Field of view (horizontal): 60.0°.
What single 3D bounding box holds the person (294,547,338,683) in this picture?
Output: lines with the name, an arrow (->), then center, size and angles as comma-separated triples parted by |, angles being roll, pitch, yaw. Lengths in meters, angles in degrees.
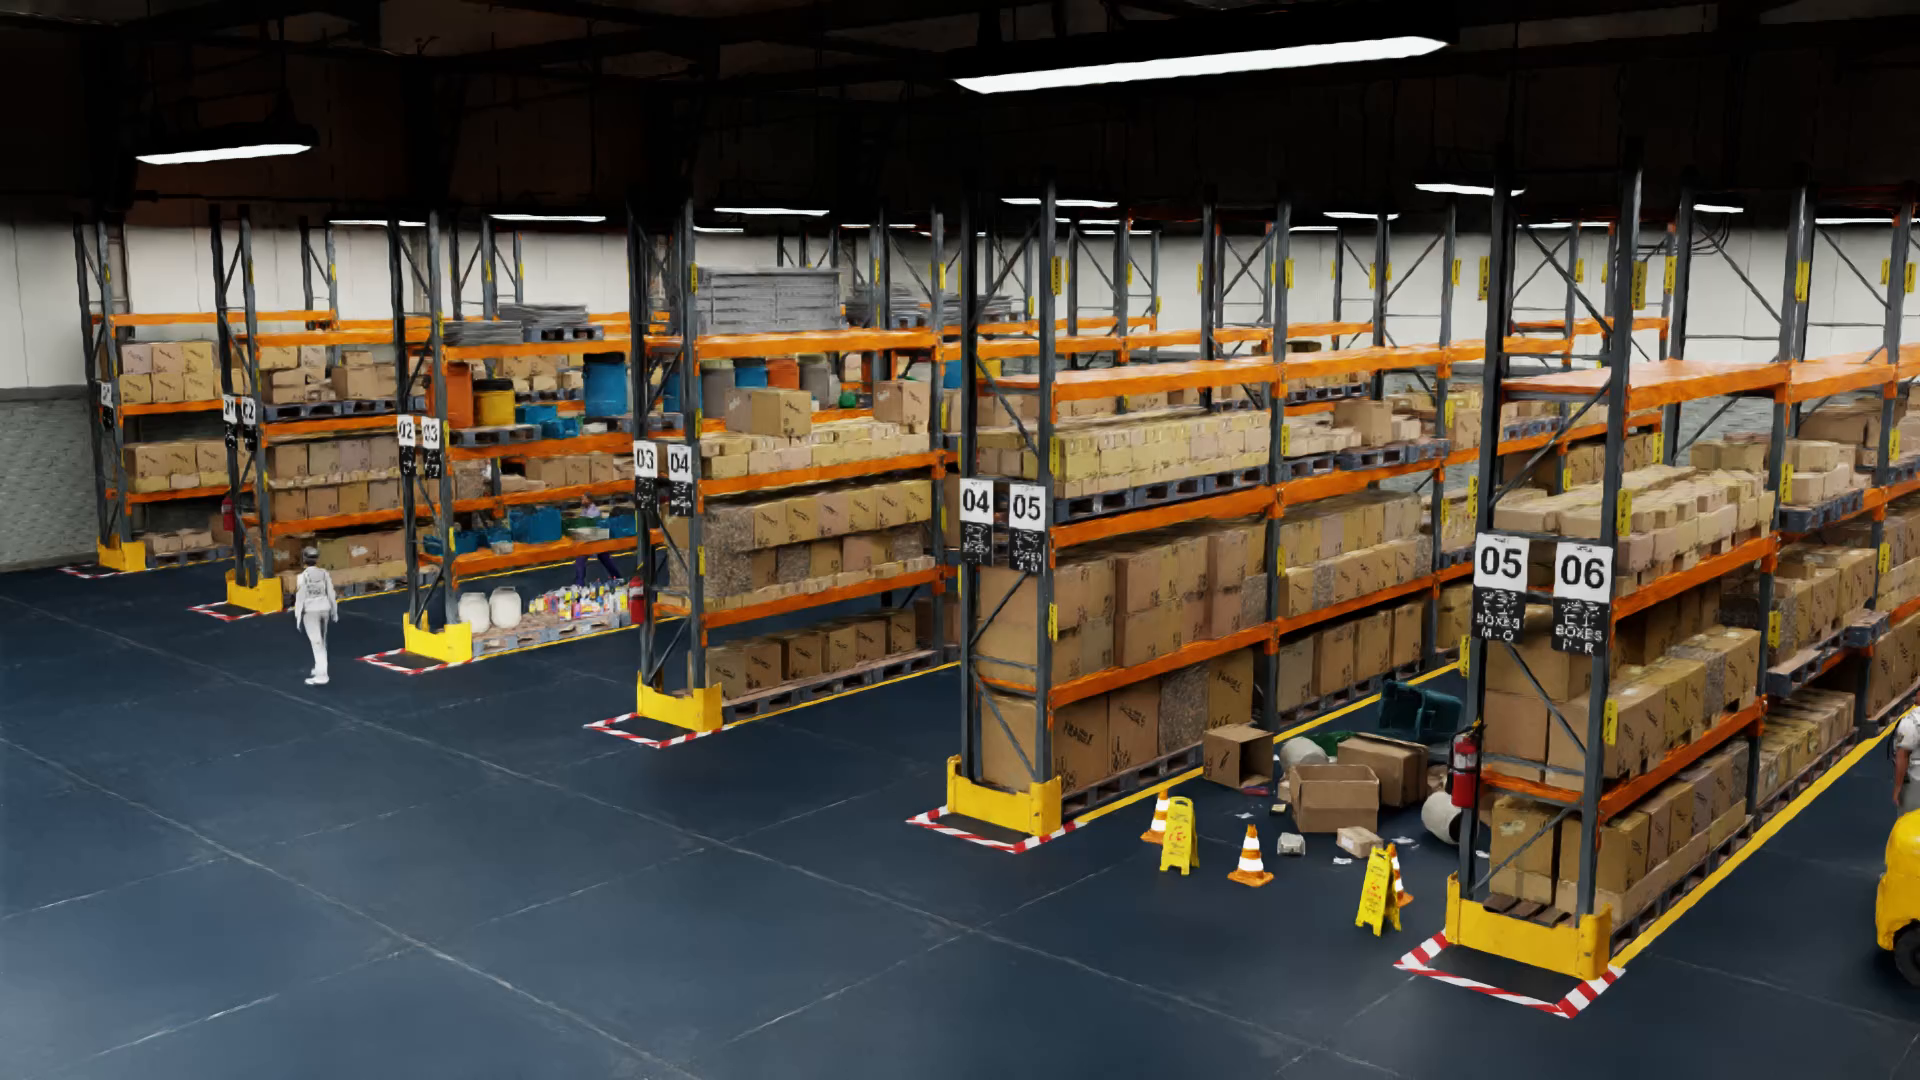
person -> -8.043, 0.920, 20.734 | 0.597, 1.646, 0.591 | 5, 11, 28

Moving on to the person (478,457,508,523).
person -> -8.736, -0.861, 31.070 | 0.555, 1.672, 1.029 | 8, 12, 39

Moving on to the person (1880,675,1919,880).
person -> 7.991, 2.005, 13.923 | 0.588, 1.747, 0.504 | -3, 10, -19

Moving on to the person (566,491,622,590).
person -> -5.818, 0.011, 26.387 | 0.493, 1.587, 0.991 | 8, 12, 39
